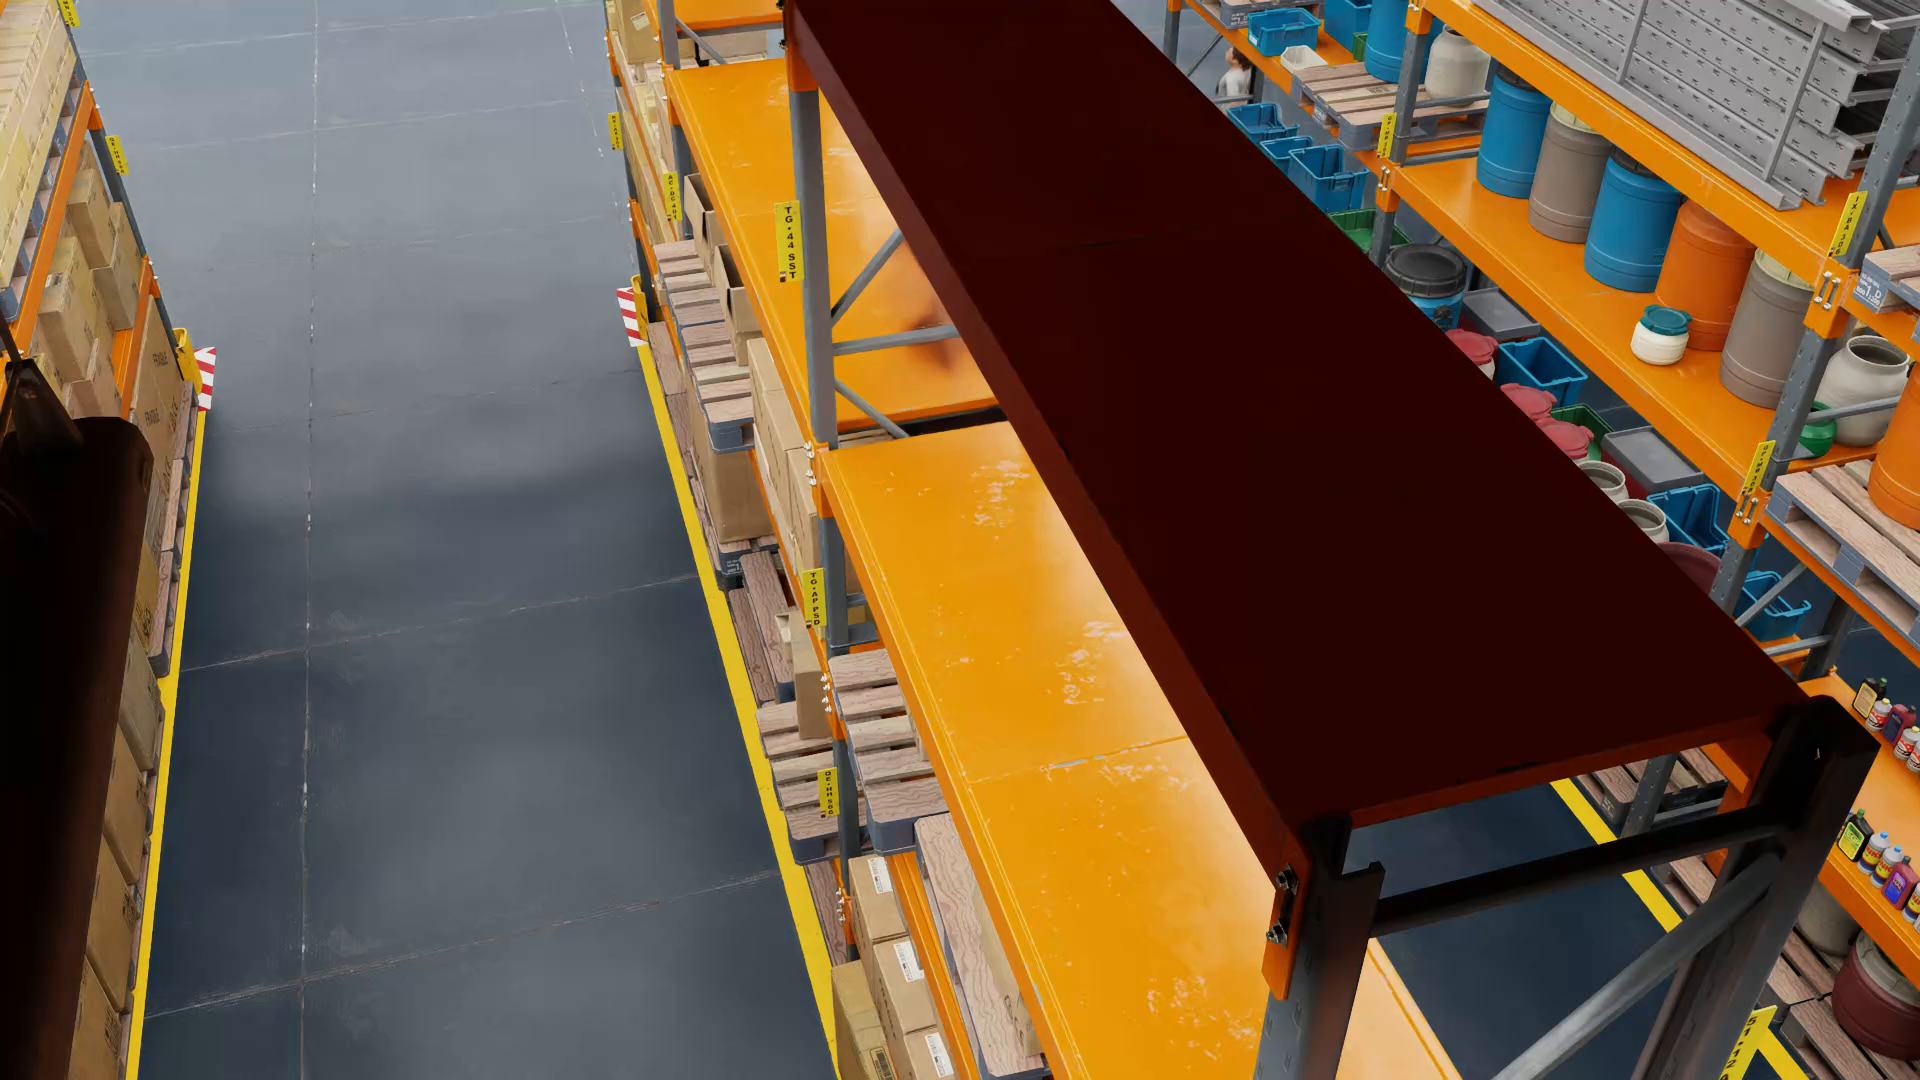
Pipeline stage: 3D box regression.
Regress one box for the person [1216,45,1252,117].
[{"bbox_3d":[2.778,-4.335,16.996,0.728,1.605,0.613,21,43,24],"label":"person"}]
